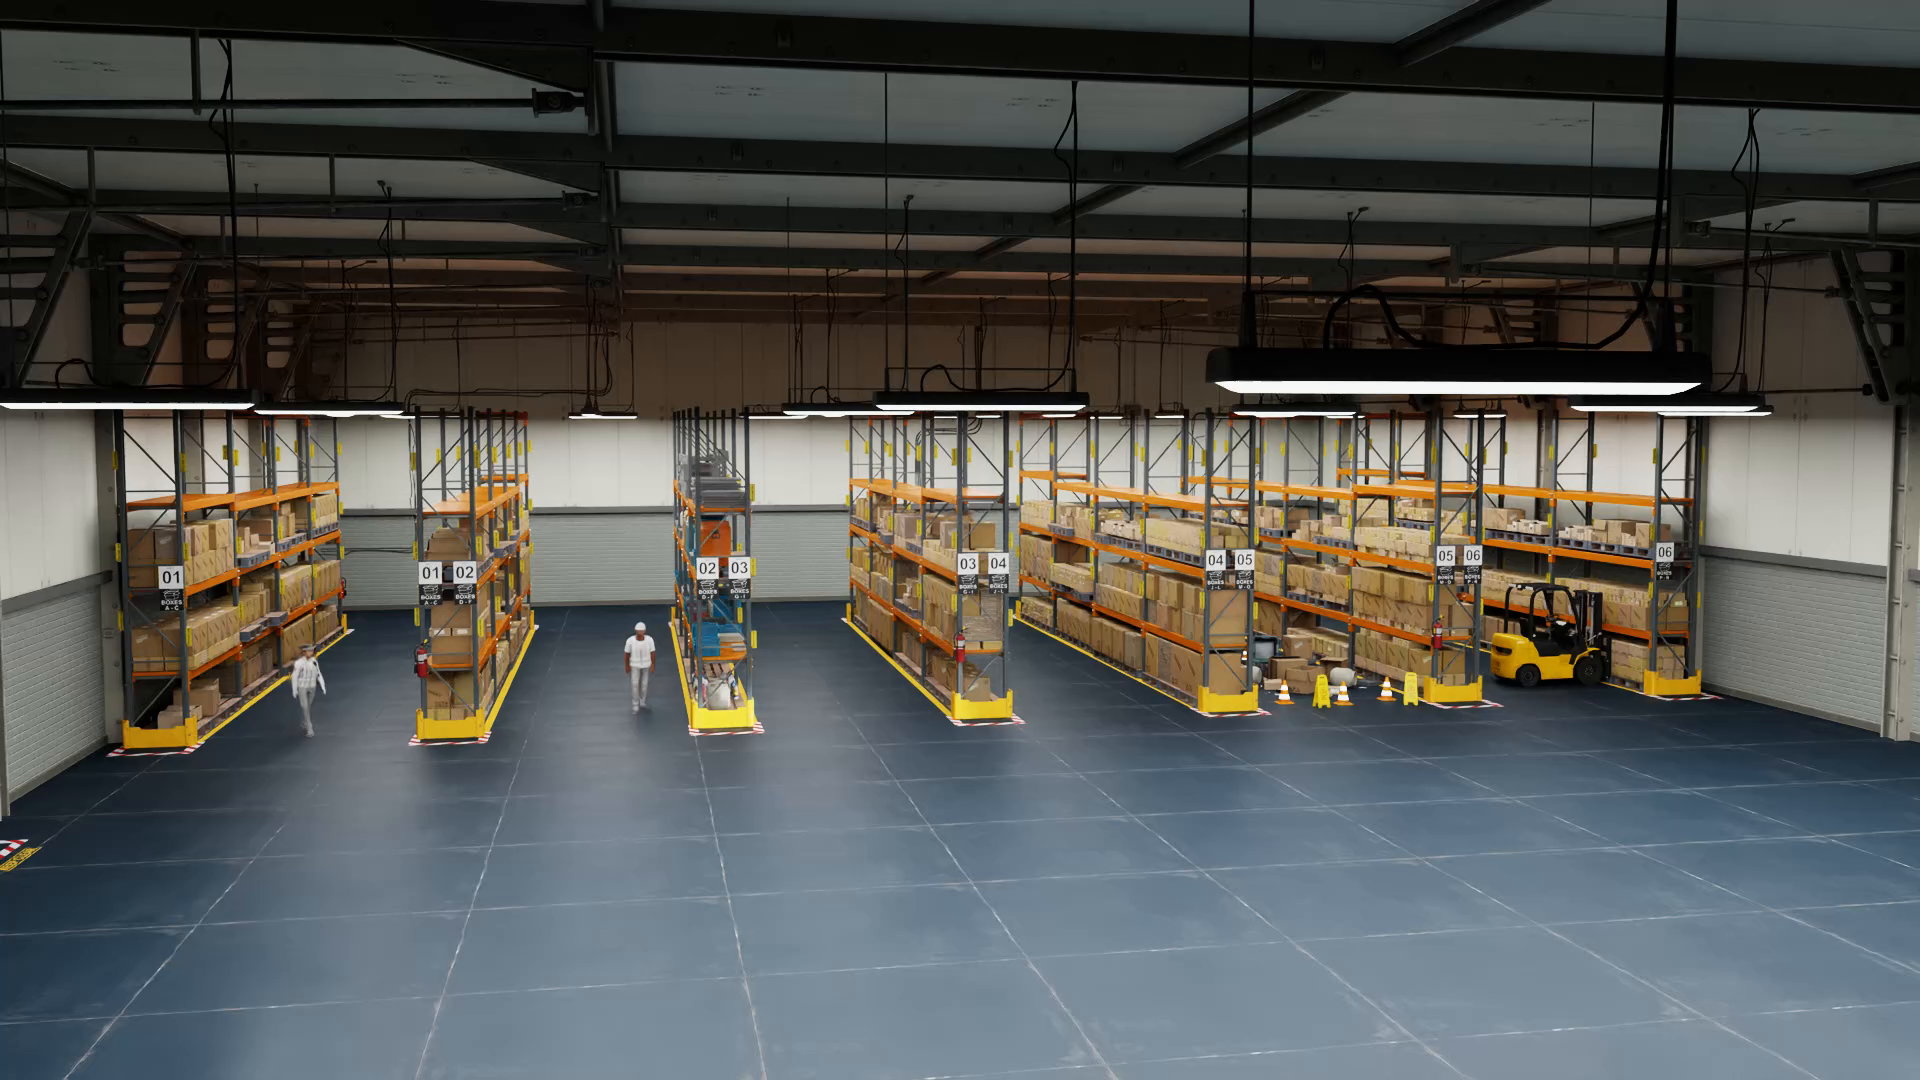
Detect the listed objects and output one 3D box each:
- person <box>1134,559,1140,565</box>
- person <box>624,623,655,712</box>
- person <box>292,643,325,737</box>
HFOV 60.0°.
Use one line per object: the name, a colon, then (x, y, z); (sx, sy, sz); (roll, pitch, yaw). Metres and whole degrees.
person: (5.186, 1.377, 48.990); (0.784, 1.760, 0.562); (0, 4, 6)
person: (-6.320, 2.494, 32.944); (0.584, 1.712, 0.990); (-2, 4, -22)
person: (-11.995, 2.717, 30.574); (0.554, 1.648, 0.976); (-4, 6, -43)
